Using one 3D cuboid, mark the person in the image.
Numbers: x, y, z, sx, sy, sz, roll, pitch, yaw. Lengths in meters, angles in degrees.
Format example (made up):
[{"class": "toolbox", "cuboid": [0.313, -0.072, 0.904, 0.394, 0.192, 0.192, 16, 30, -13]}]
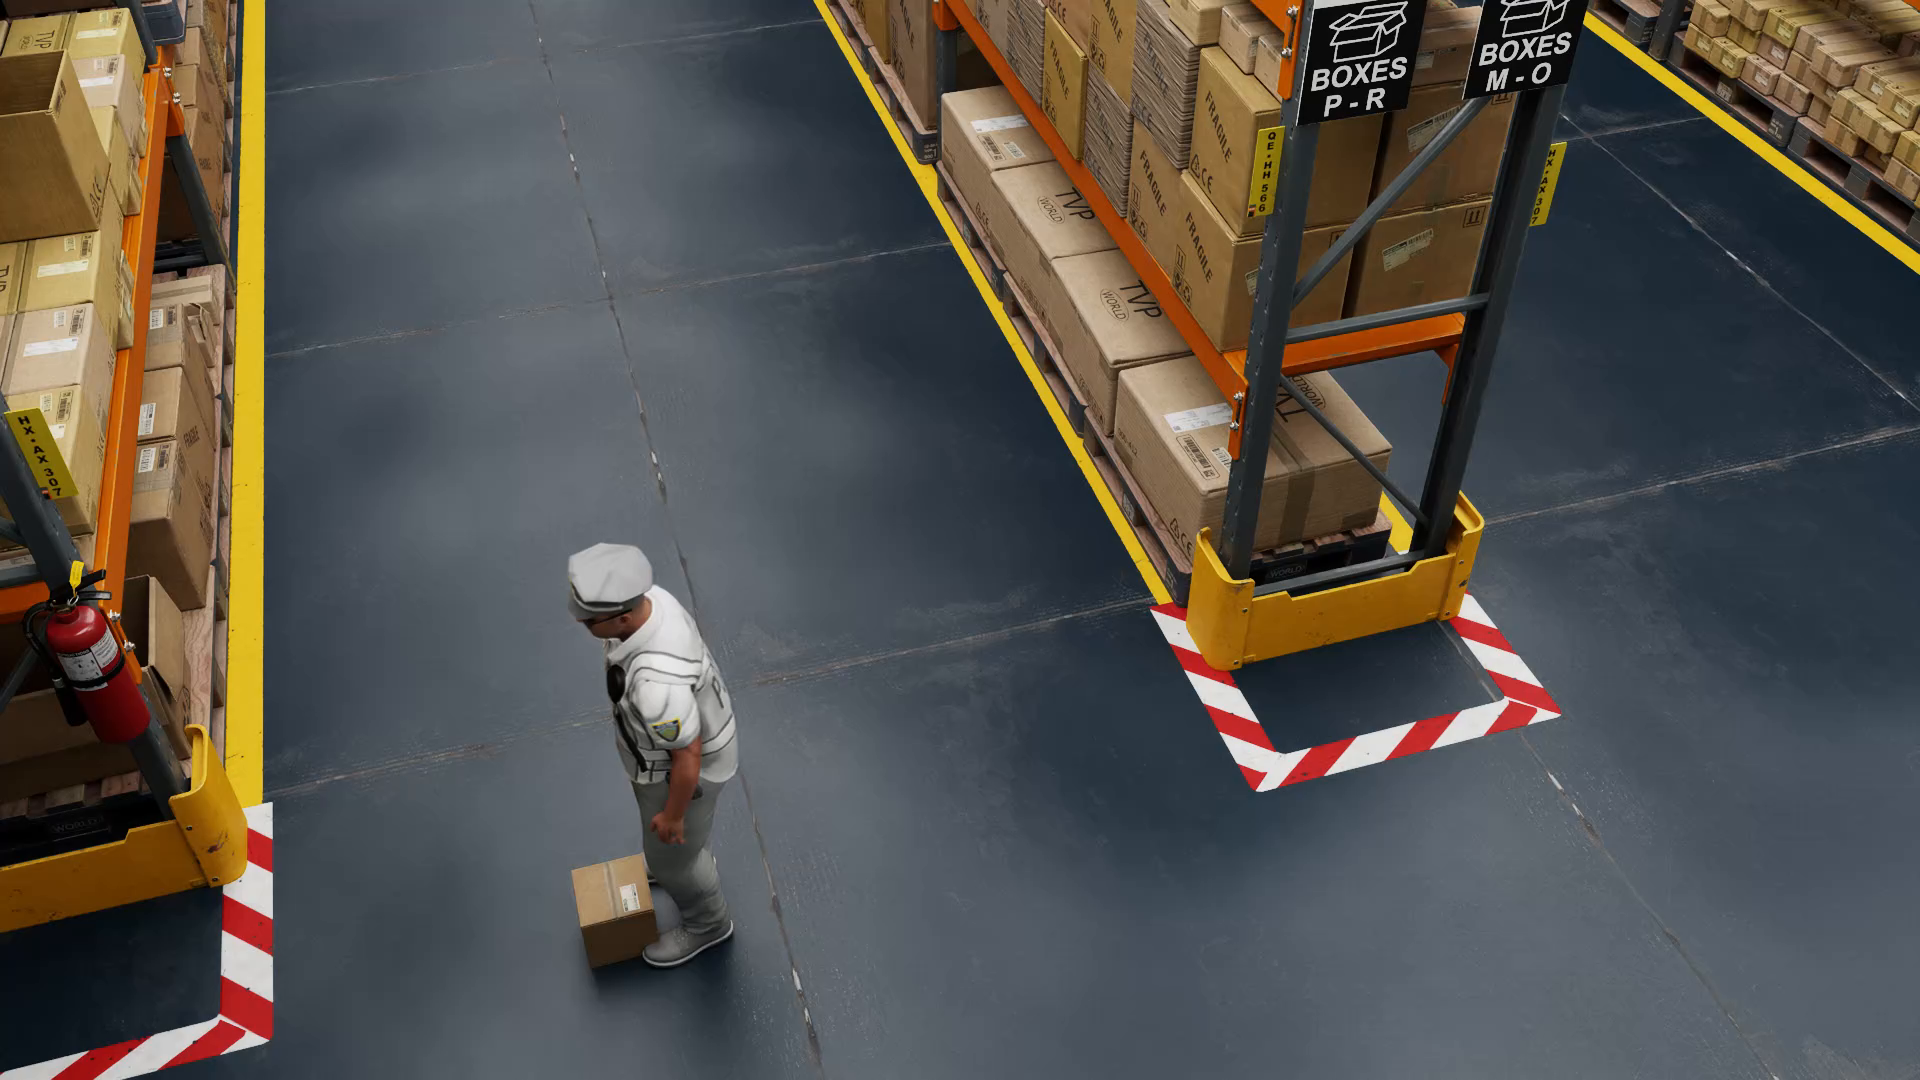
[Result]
[{"class": "person", "cuboid": [-0.947, 0.687, 5.390, 0.438, 1.749, 0.599, -13, 44, -14]}]
